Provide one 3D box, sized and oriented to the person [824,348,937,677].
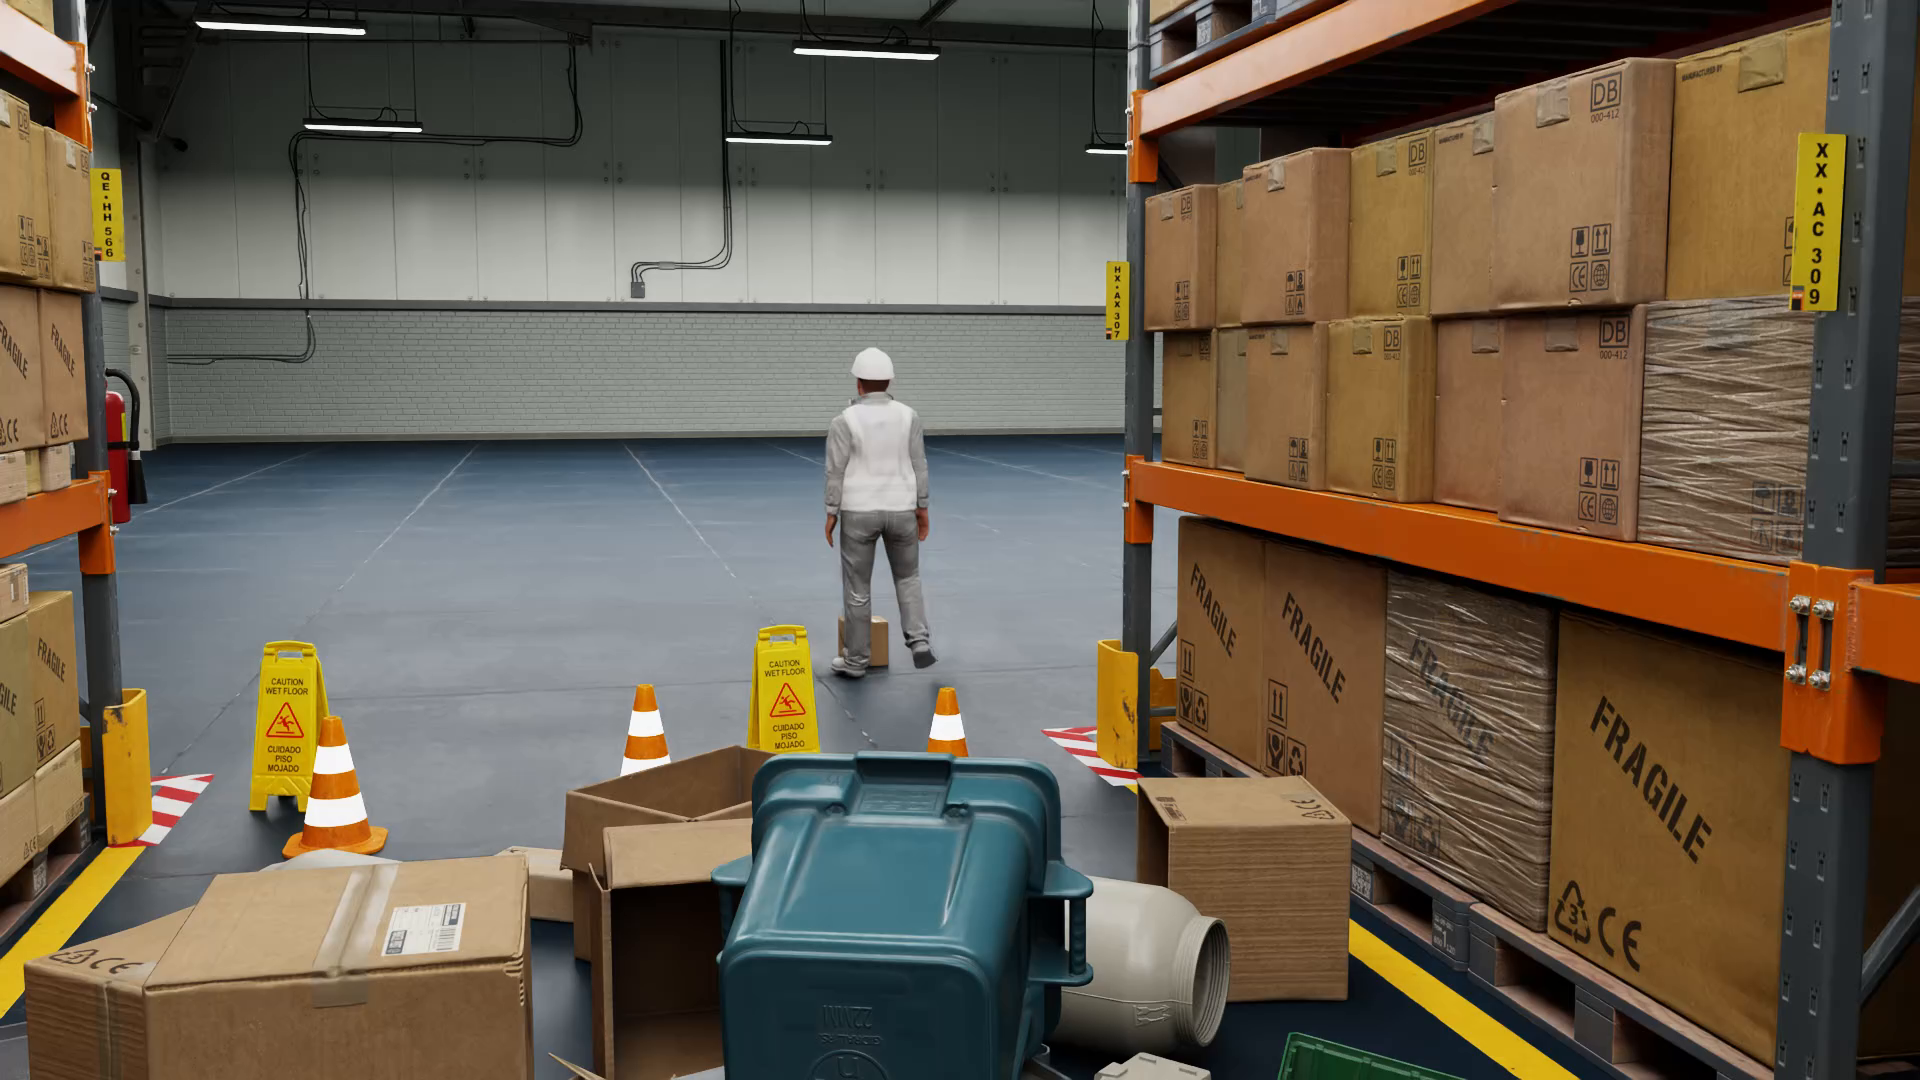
[{"bbox_3d":[-0.450,-0.147,9.005,0.605,1.778,0.535,-2,7,-21],"label":"person"}]
